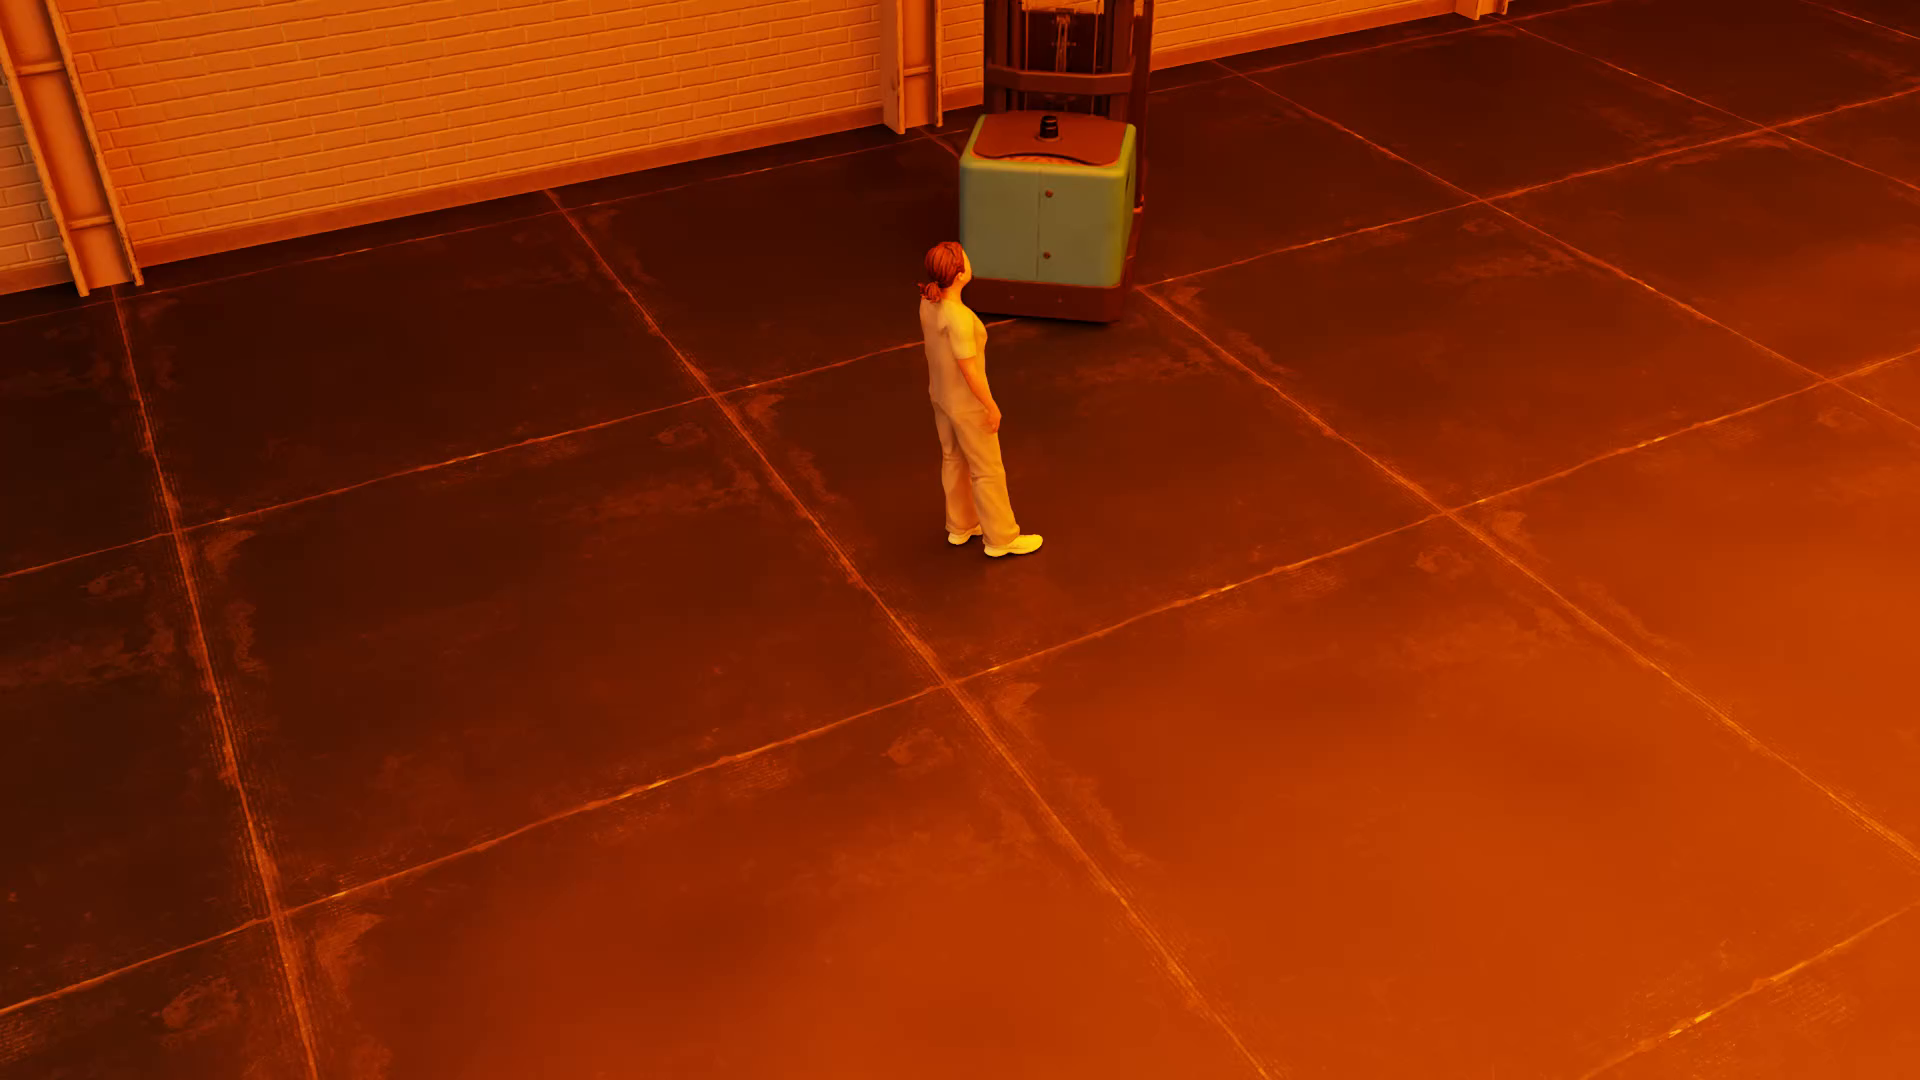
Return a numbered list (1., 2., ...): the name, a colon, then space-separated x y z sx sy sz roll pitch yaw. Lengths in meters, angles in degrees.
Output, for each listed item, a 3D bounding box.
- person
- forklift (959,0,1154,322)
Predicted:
1. person: 0.071 -0.703 8.193 0.549 1.675 0.550 -17 39 -23
2. forklift: 0.738 -3.413 10.952 1.130 2.935 3.031 6 36 8
